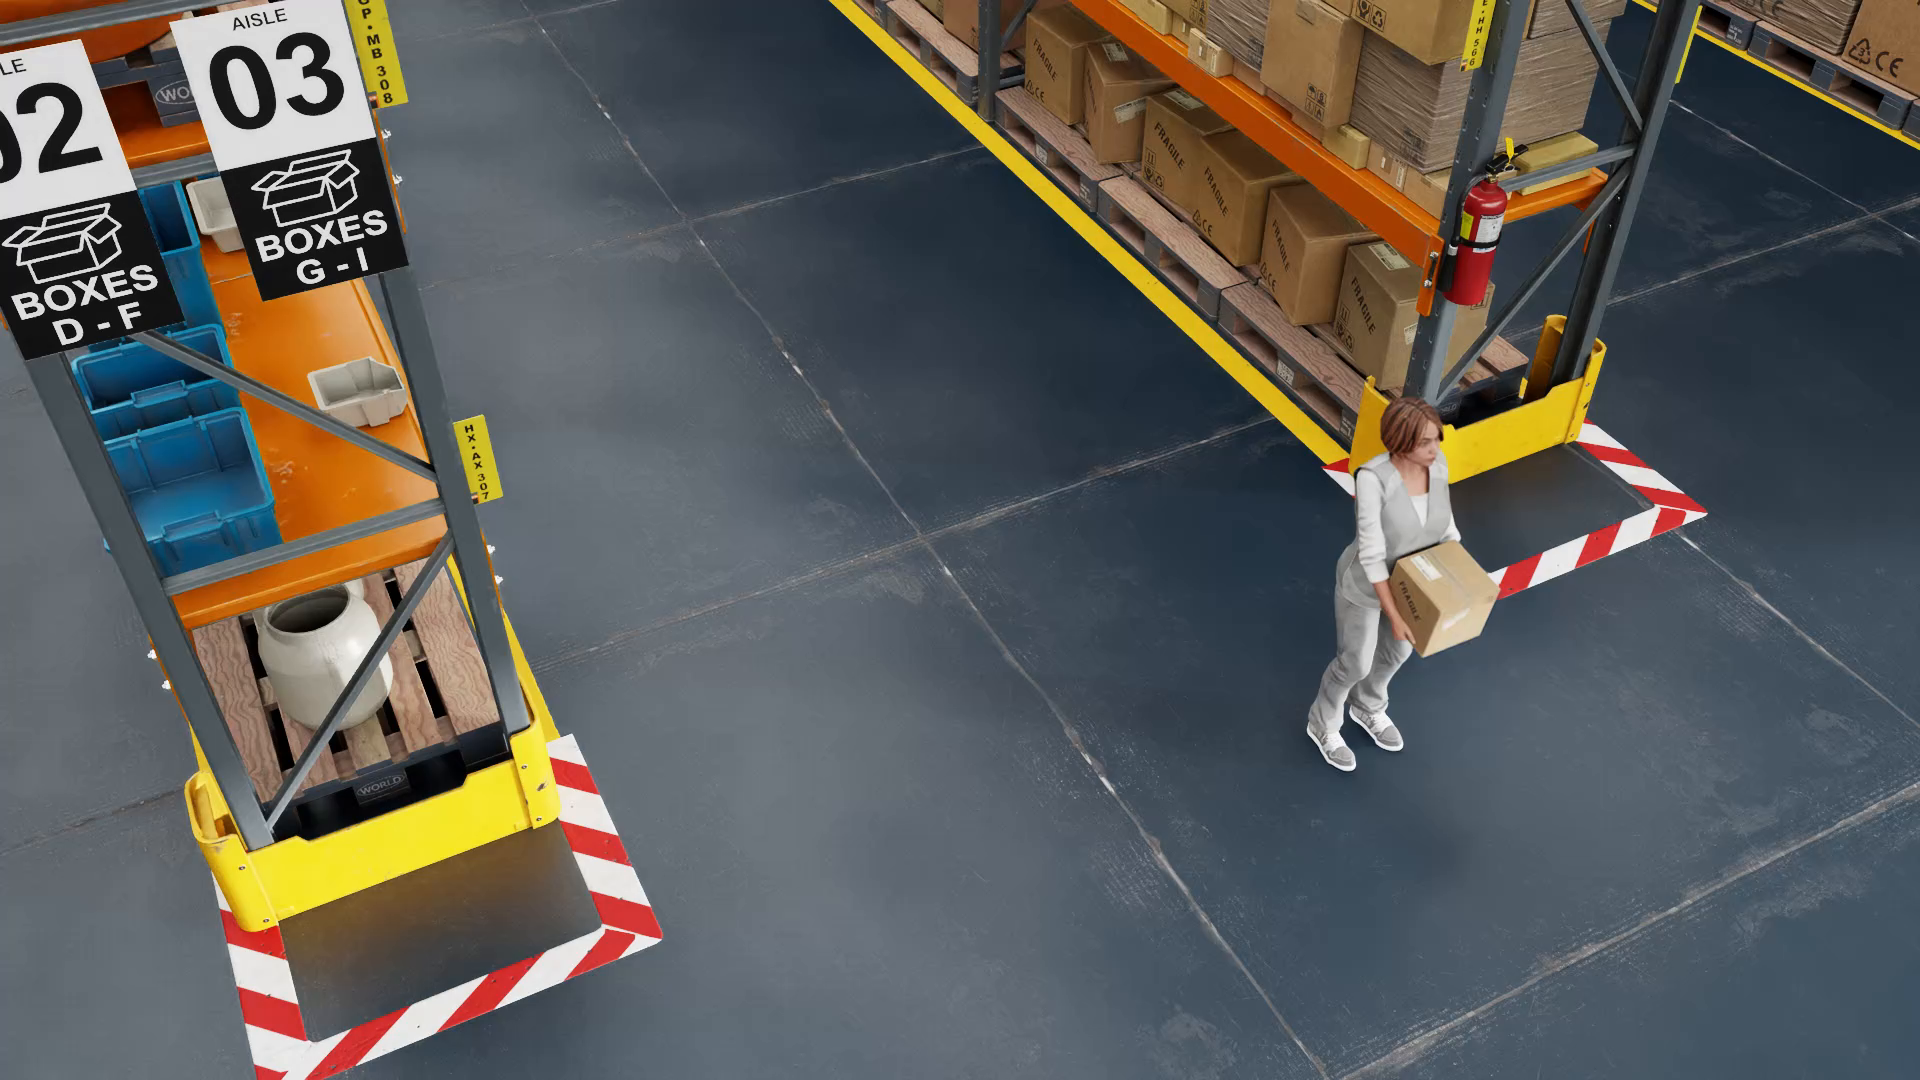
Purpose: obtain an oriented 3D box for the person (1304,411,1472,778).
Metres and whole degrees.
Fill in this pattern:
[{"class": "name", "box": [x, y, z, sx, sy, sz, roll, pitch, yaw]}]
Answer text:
[{"class": "person", "box": [1.533, 0.166, 5.984, 0.474, 1.590, 0.346, -21, 46, -22]}]
